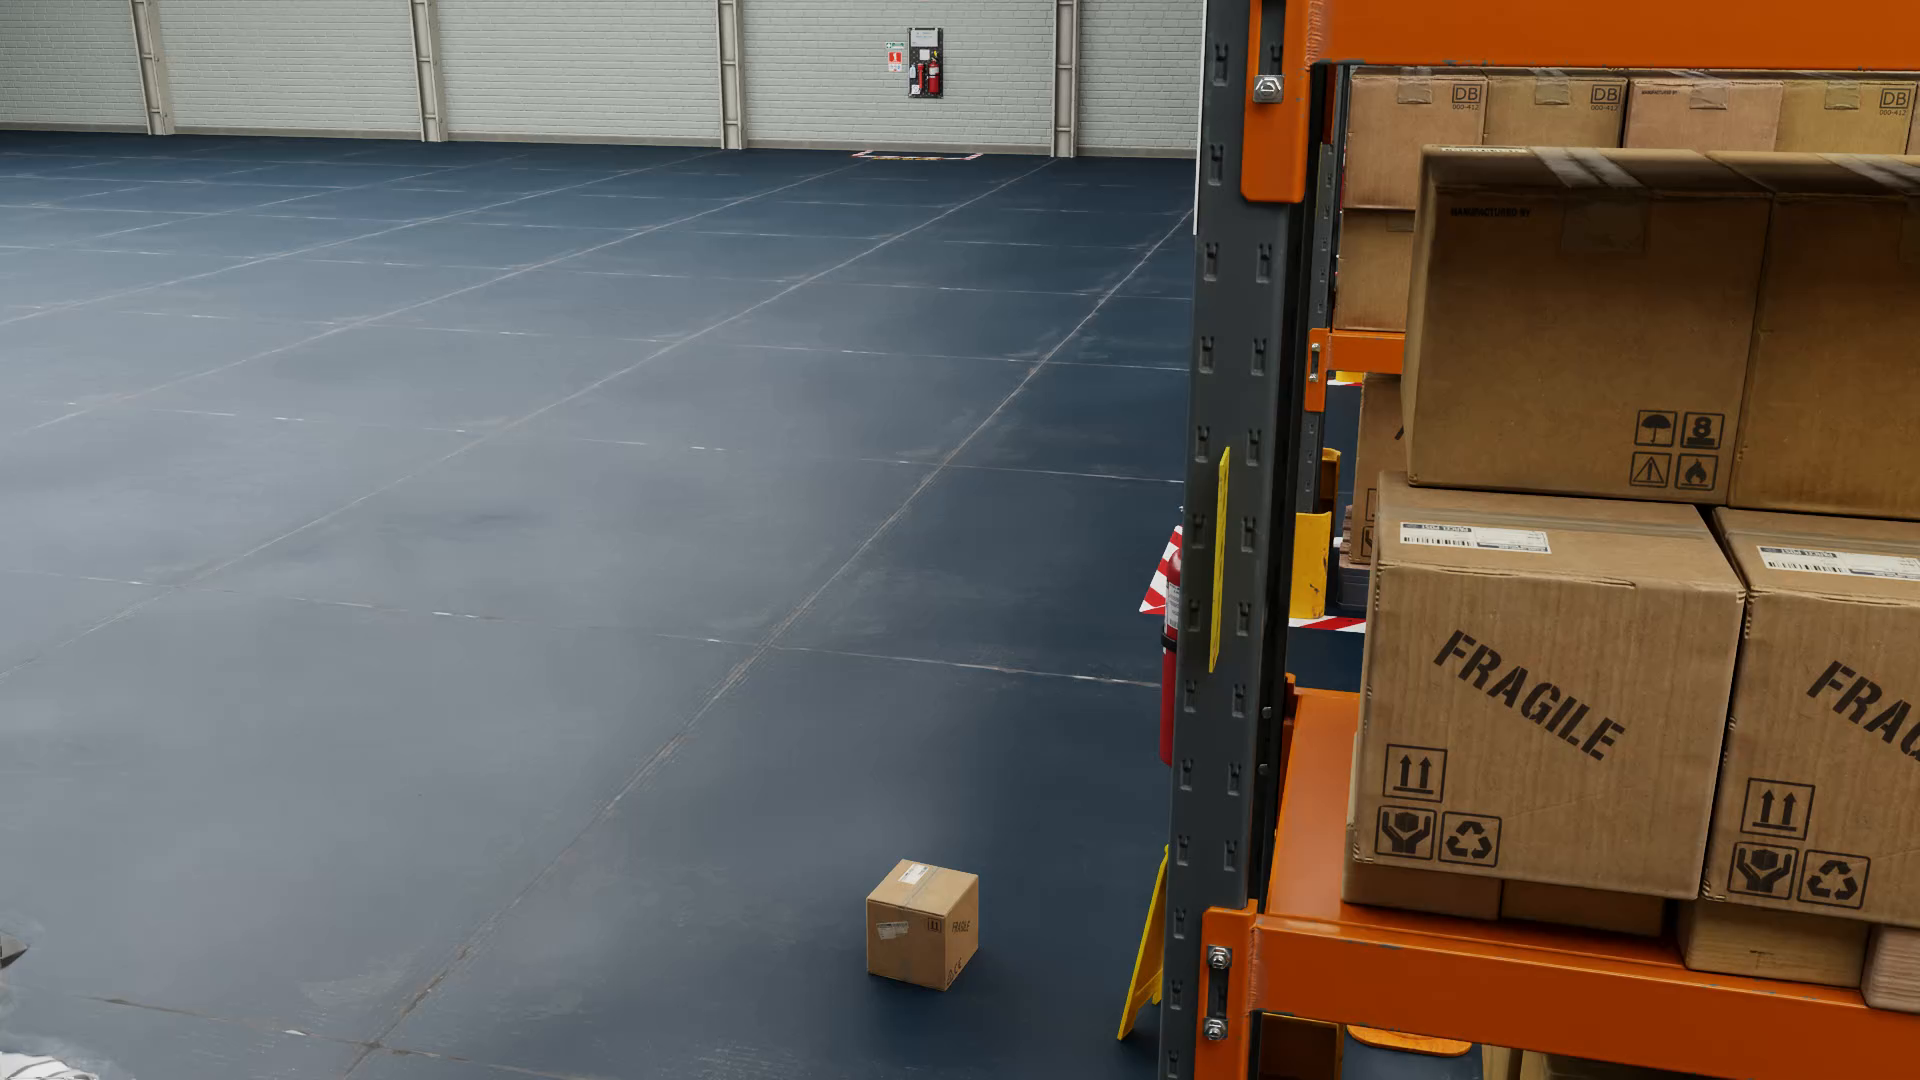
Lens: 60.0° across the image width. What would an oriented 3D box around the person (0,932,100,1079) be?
[{"bbox_3d":[-1.458,1.291,2.311,0.687,1.597,0.757,6,19,18],"label":"person"}]
